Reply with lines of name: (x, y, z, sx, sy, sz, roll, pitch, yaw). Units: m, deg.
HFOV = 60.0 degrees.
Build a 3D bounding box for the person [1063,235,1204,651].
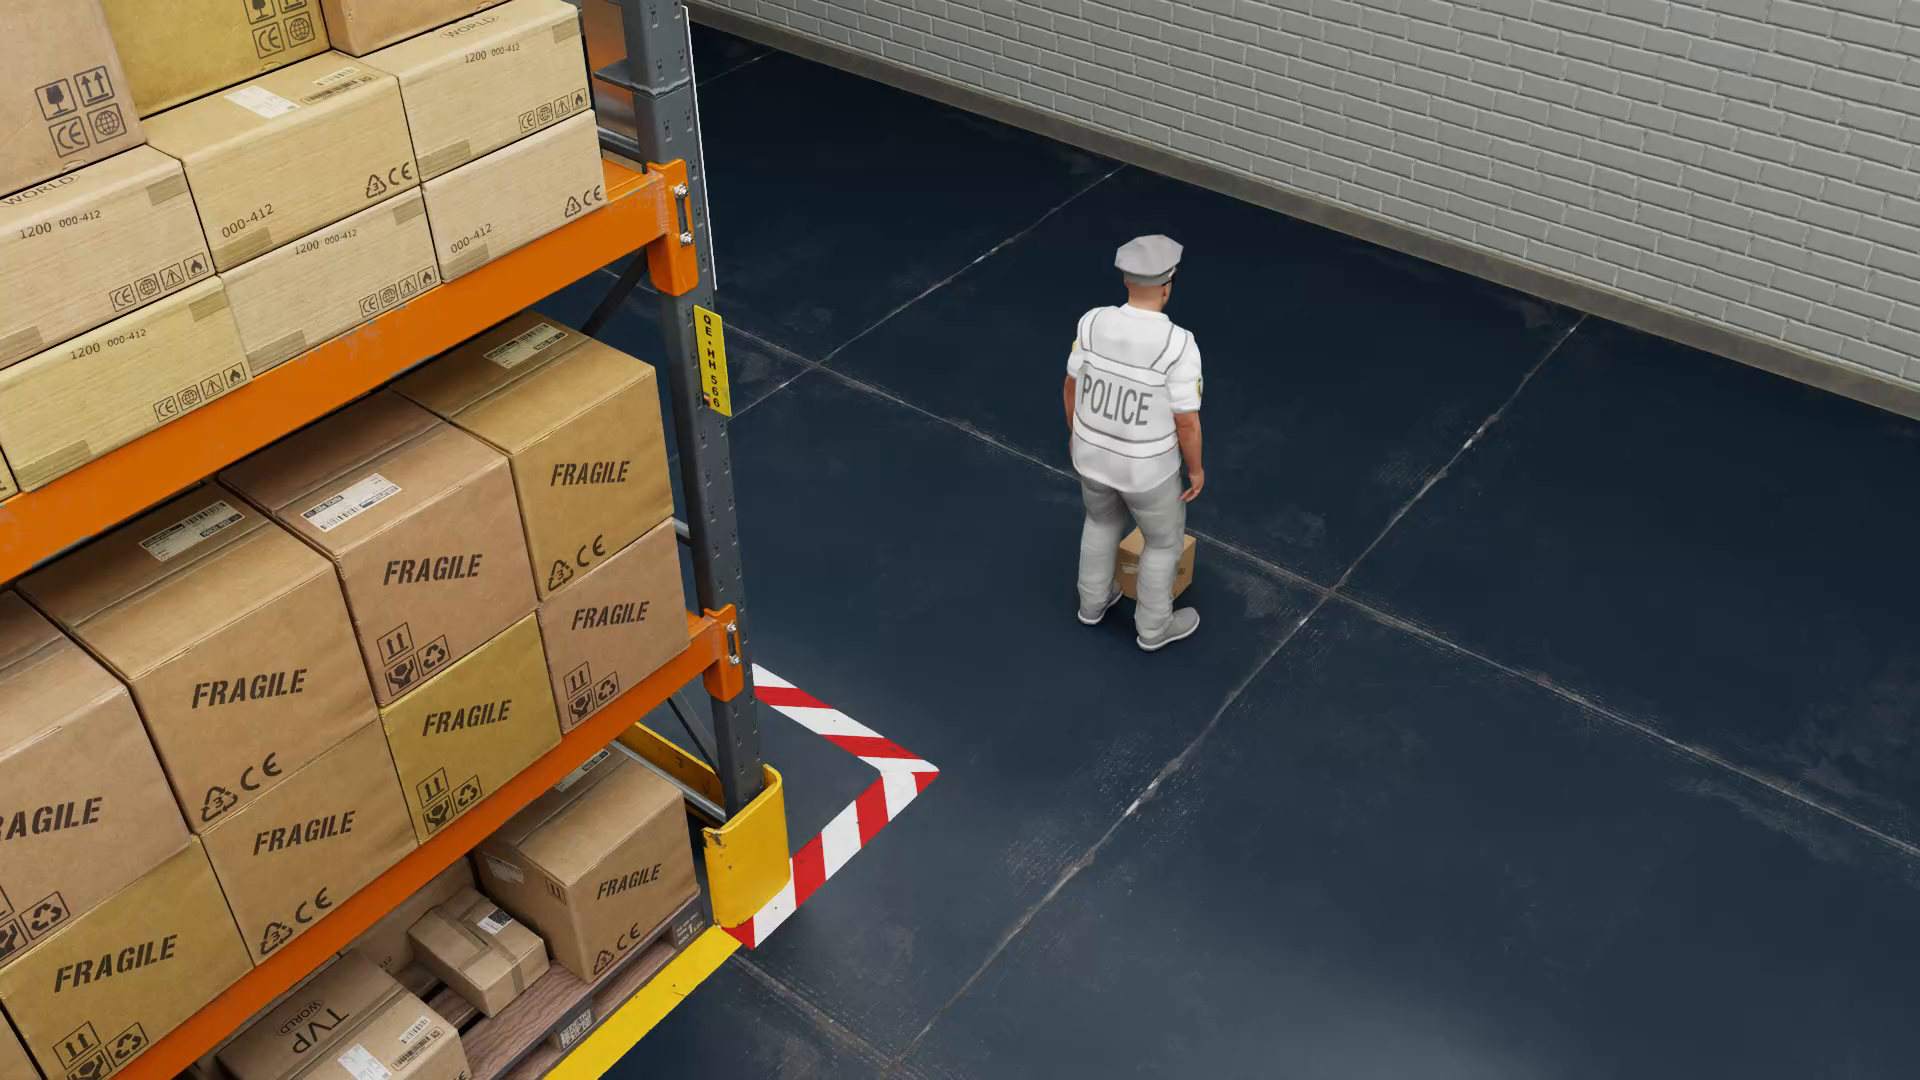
person: (0.680, -0.335, 6.566, 0.605, 1.747, 0.436, 23, 44, 26)
